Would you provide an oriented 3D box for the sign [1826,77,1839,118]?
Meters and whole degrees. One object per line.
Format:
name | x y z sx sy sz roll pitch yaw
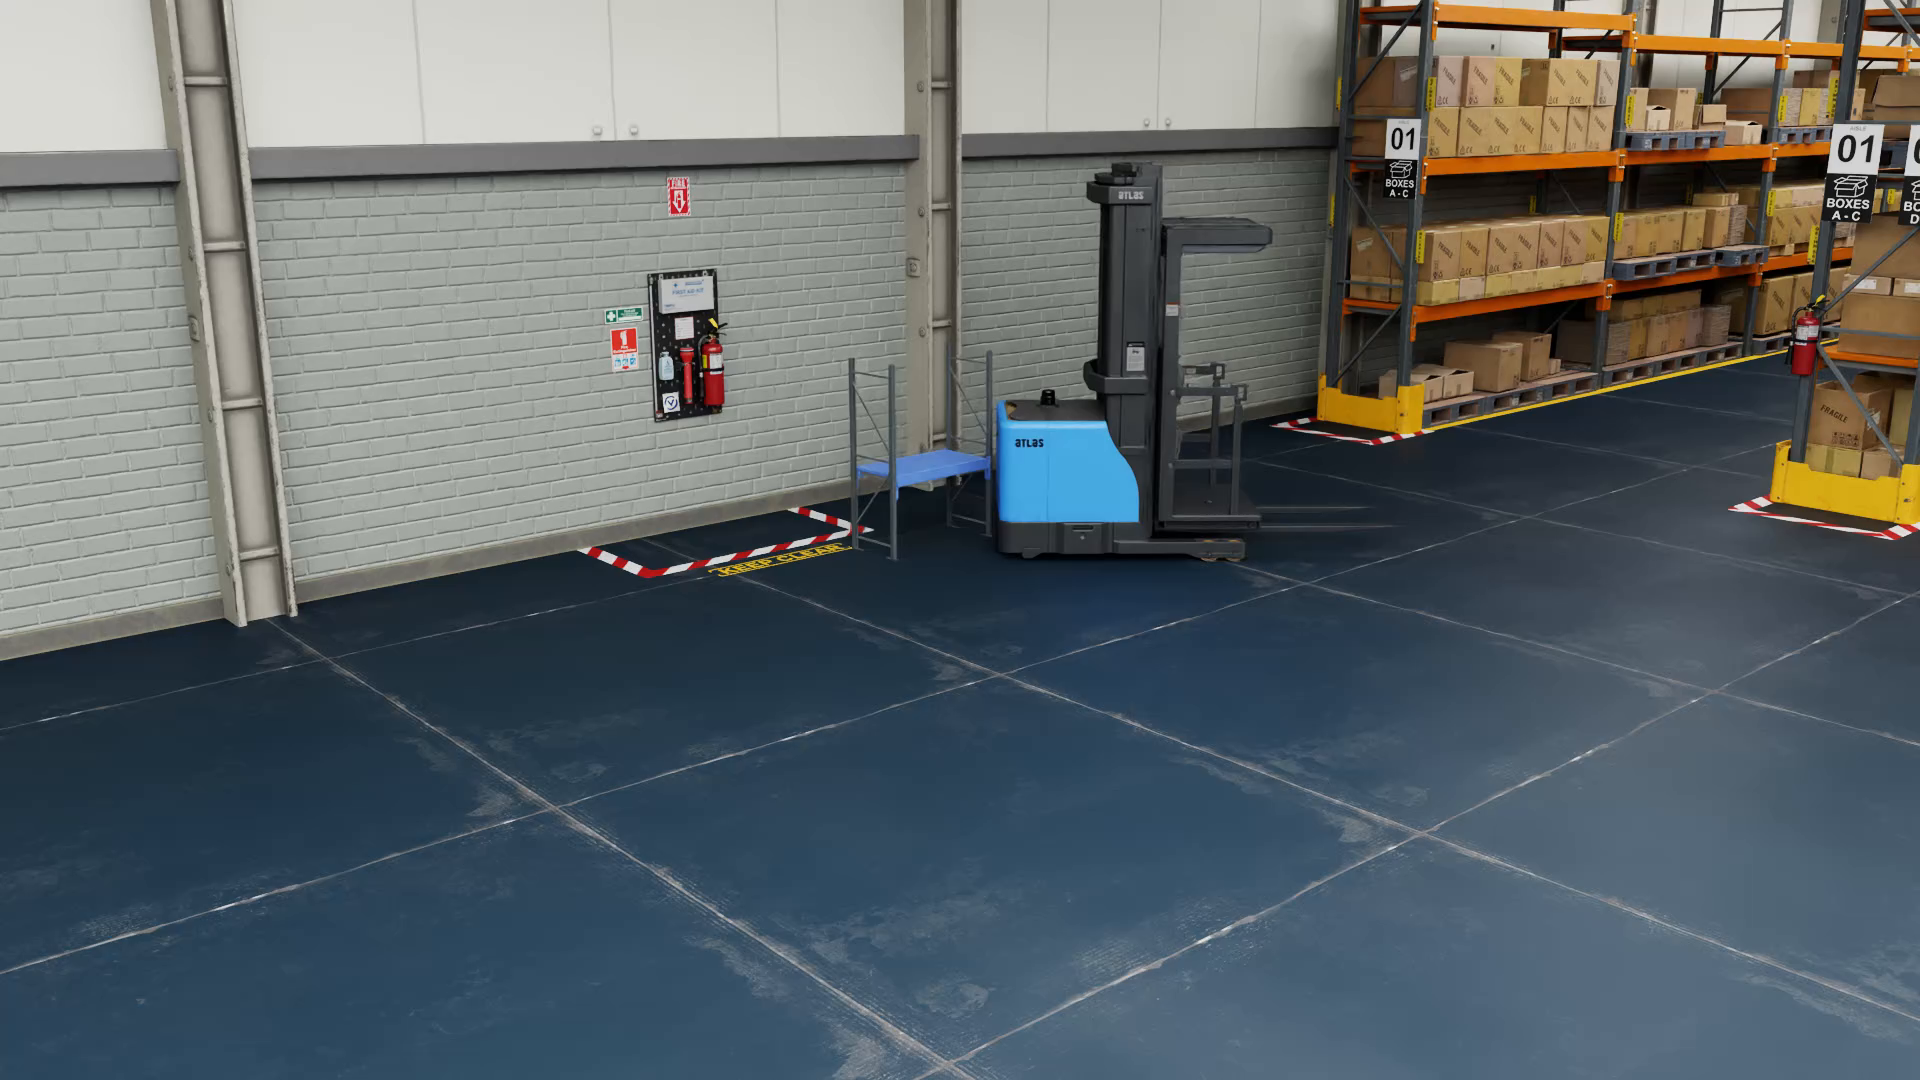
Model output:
sign | 7.244 -3.662 13.771 0.005 0.325 0.100 -13 19 -39

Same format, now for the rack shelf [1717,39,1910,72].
rack shelf | 11.879 -6.730 23.178 4.000 0.370 1.077 -13 19 -39

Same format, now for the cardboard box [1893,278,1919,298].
cardboard box | 8.027 -2.101 13.853 0.250 0.149 0.380 -13 20 -40

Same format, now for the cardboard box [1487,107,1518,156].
cardboard box | 5.569 -4.367 17.740 0.500 0.500 0.500 -12 19 -37

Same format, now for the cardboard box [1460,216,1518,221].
cardboard box | 6.089 -3.447 19.139 0.500 0.500 0.500 -12 19 -38

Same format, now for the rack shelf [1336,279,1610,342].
rack shelf | 5.844 -2.670 18.827 4.000 0.370 1.077 -13 19 -39

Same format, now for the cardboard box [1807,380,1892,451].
cardboard box | 7.799 -1.100 14.618 0.500 0.500 0.500 -13 19 -39

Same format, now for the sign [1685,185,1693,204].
sign | 10.003 -4.701 22.792 0.005 0.325 0.100 -13 19 -39

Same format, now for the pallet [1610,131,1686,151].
pallet | 7.888 -4.799 19.953 1.003 0.211 1.213 -13 19 -39

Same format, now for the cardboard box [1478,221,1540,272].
cardboard box | 6.047 -3.258 18.435 0.500 0.500 0.500 -12 19 -38

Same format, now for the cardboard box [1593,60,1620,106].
cardboard box | 7.153 -5.209 18.955 0.500 0.500 0.500 14 20 42

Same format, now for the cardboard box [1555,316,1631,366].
cardboard box | 7.897 -2.489 20.747 0.500 0.500 0.700 -12 19 -38

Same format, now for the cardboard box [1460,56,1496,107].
cardboard box | 5.197 -4.762 17.283 0.500 0.500 0.500 -13 20 -40

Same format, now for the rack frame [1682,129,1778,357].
rack frame | 10.370 -4.034 22.539 0.127 3.000 1.000 -13 19 -39

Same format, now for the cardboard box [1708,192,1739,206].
cardboard box | 10.130 -4.544 22.145 0.380 0.149 0.250 13 20 40

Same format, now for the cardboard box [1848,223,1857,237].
cardboard box | 12.827 -4.698 24.215 0.500 0.500 0.500 -12 19 -39

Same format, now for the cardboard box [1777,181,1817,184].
cardboard box | 12.105 -5.072 24.165 0.500 0.250 0.500 -14 20 -41

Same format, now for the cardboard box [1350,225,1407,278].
cardboard box | 4.551 -3.099 17.839 0.500 0.500 0.500 -13 20 -40

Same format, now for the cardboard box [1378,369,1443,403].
cardboard box | 4.916 -1.692 18.129 0.500 0.311 0.500 13 20 41

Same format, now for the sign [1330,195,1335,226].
sign | 3.986 -3.502 17.693 0.005 0.325 0.100 -13 19 -39

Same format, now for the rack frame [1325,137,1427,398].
rack frame | 4.335 -2.679 17.466 0.127 3.000 1.000 -13 19 -39

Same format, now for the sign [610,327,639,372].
sign | -2.605 -1.482 12.915 0.234 0.329 0.001 -13 19 -39

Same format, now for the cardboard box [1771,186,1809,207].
cardboard box | 11.287 -4.716 22.830 0.500 0.250 0.500 -13 20 -40

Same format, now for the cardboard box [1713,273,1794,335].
cardboard box | 11.011 -3.297 23.133 0.750 0.750 0.750 -13 20 -40

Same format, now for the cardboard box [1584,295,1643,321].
cardboard box | 8.227 -2.927 20.932 0.500 0.250 0.500 -13 20 -41

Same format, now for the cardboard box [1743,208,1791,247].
cardboard box | 10.905 -4.268 22.607 0.500 0.500 0.500 -12 19 -38

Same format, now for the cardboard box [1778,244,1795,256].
cardboard box | 11.222 -4.002 22.869 0.250 0.149 0.380 -12 19 -38

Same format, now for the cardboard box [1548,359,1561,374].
cardboard box | 6.969 -2.103 19.950 0.380 0.166 0.250 13 20 40

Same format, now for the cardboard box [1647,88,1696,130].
cardboard box | 8.748 -5.343 20.619 0.500 0.500 0.500 -14 20 -41

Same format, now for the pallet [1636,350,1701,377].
pallet | 8.860 -2.349 21.635 1.213 0.211 1.003 -13 19 -39

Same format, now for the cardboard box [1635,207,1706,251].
cardboard box | 9.097 -3.998 21.358 0.500 0.500 0.700 -13 19 -39

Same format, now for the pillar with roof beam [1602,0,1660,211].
pillar with roof beam | 11.648 -6.042 18.433 0.400 9.000 9.100 -13 19 -39

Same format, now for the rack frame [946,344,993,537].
rack frame | 0.073 -0.794 13.315 0.032 1.500 0.500 -14 20 -42

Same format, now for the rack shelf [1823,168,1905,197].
rack shelf | 9.099 -3.155 14.832 4.000 0.370 1.077 -13 19 -39

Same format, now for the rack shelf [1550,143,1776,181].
rack shelf | 8.861 -4.797 20.977 4.000 0.370 1.077 -13 19 -39

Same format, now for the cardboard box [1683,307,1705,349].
cardboard box | 9.396 -2.842 22.068 0.500 0.500 0.700 -13 20 -39

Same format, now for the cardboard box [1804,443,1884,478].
cardboard box | 7.800 -0.738 14.714 0.500 0.250 0.500 -13 19 -39

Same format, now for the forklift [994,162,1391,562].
forklift | 1.796 -1.386 12.761 3.031 2.935 1.130 0 15 -1

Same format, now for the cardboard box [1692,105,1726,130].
cardboard box | 9.331 -5.341 21.382 0.637 0.503 0.797 -9 18 -32

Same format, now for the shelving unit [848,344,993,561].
shelving unit | -0.295 -0.703 12.976 1.048 1.500 0.538 -14 20 -42

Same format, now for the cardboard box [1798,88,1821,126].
cardboard box | 11.490 -6.028 23.148 0.500 0.500 0.700 -11 19 -37

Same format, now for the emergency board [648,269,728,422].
emergency board | -2.120 -1.538 13.195 0.643 1.169 0.194 -13 19 -39

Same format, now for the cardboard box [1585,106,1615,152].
cardboard box | 7.132 -4.729 19.098 0.500 0.500 0.500 -12 19 -38

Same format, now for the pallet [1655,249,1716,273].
pallet | 8.904 -3.598 21.279 1.213 0.211 1.003 -13 19 -39

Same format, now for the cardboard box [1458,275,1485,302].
cardboard box | 5.294 -2.727 17.900 0.500 0.250 0.500 -13 20 -41

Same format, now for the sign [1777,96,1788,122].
sign | 10.725 -5.627 21.689 0.005 0.325 0.100 -13 19 -39

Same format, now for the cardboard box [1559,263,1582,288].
cardboard box | 6.813 -3.071 19.188 0.500 0.250 0.500 -13 19 -39

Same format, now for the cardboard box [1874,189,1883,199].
cardboard box | 13.203 -5.147 24.443 0.500 0.250 0.500 -12 19 -38

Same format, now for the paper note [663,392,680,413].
paper note | -2.299 -1.096 13.247 0.142 0.148 0.016 -13 19 -39

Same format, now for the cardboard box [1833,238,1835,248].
cardboard box | 12.331 -4.281 23.911 0.250 0.149 0.380 -13 20 -41

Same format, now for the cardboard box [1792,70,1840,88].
cardboard box | 12.231 -6.564 23.699 0.500 0.250 0.500 -13 20 -41
